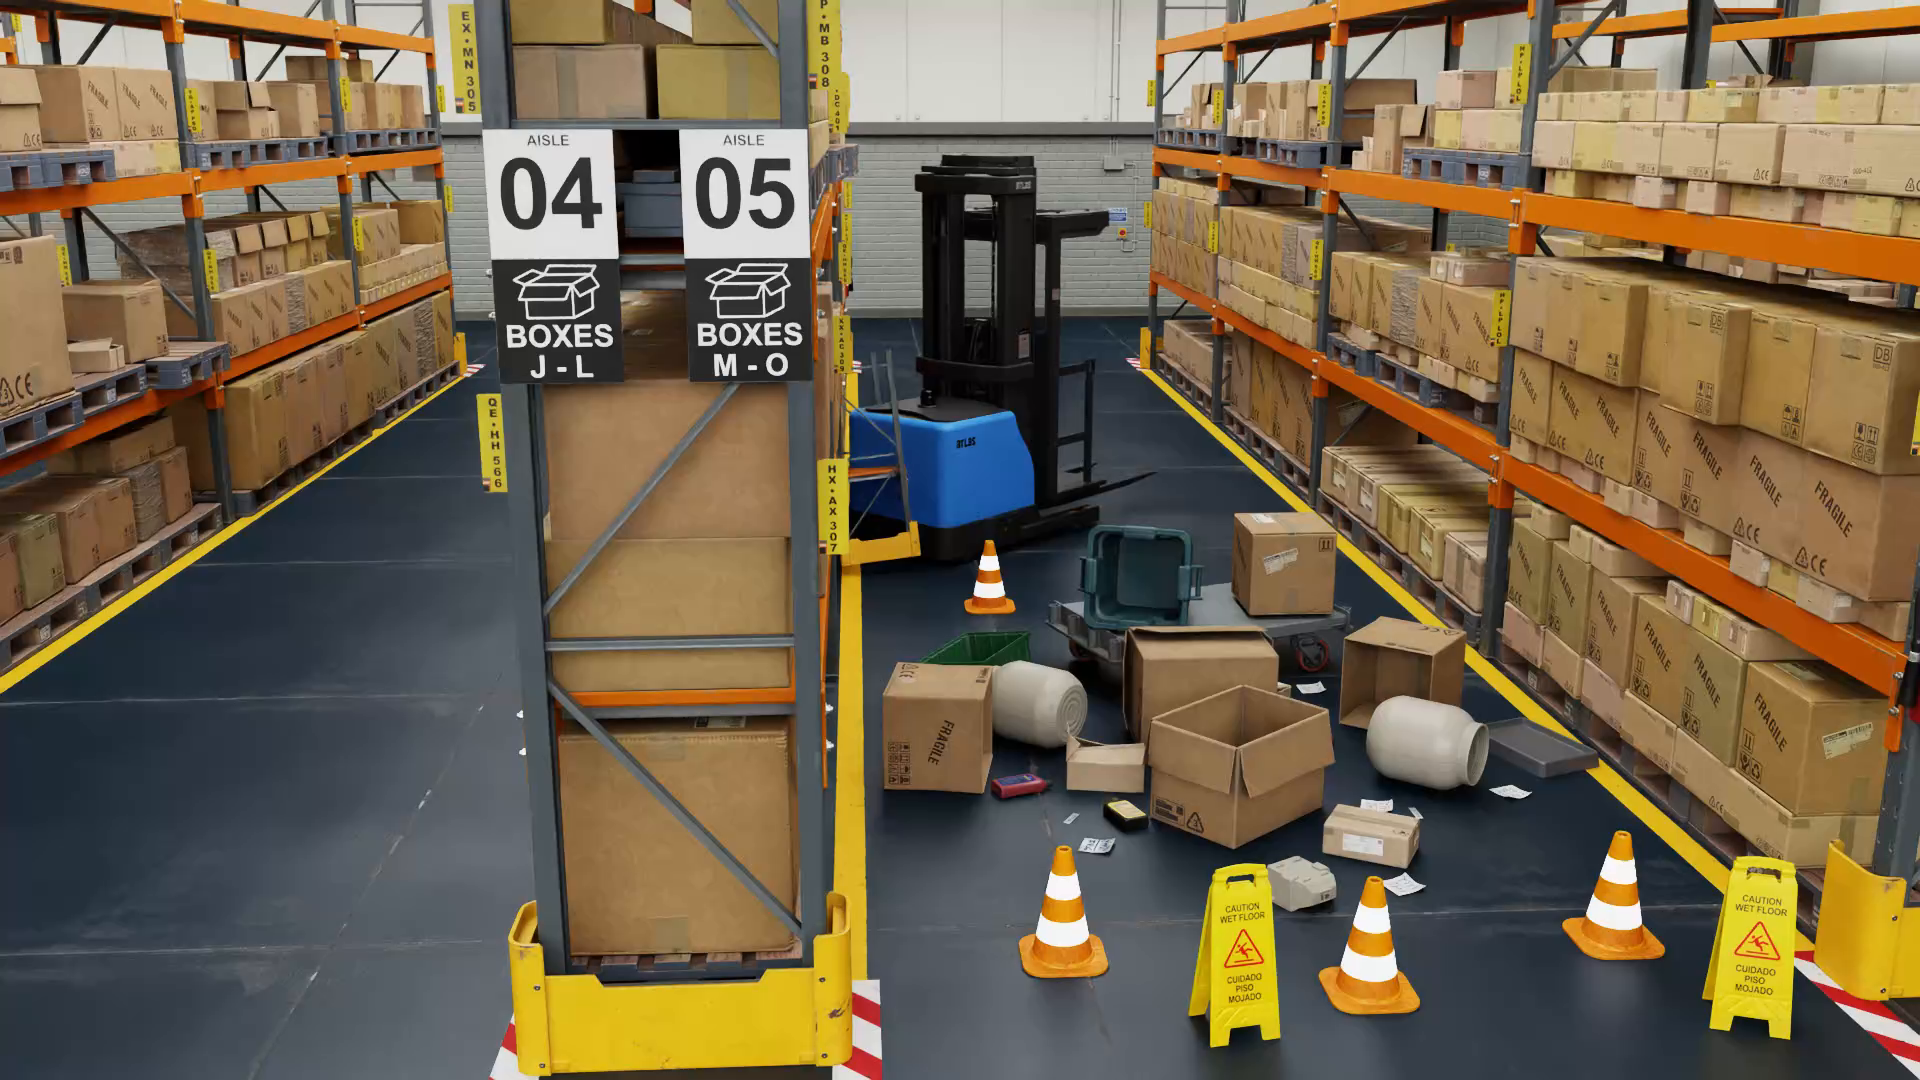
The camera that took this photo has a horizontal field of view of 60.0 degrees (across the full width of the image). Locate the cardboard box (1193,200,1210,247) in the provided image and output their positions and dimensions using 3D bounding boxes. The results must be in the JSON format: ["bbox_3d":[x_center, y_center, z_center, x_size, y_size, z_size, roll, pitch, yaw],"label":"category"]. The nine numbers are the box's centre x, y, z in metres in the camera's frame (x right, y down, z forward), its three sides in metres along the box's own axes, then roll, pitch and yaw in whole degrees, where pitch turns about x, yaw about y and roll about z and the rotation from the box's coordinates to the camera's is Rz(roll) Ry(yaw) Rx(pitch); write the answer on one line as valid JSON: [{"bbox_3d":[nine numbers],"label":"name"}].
[{"bbox_3d":[2.887,-3.504,18.417,0.507,0.500,0.507,-1,14,-3],"label":"cardboard box"}]

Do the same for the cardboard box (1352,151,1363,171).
[{"bbox_3d":[3.303,-3.497,17.090,0.975,1.149,8.216,-1,14,-4],"label":"cardboard box"}]

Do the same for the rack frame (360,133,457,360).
[{"bbox_3d":[-6.924,-3.574,20.895,1.000,3.000,0.127,-1,14,-3],"label":"rack frame"}]

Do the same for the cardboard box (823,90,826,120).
[{"bbox_3d":[-0.906,-2.172,8.090,0.500,0.250,0.500,-1,14,-4],"label":"cardboard box"}]

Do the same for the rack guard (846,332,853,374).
[{"bbox_3d":[-1.962,-2.396,21.333,1.175,0.500,0.348,-1,14,-3],"label":"rack guard"}]

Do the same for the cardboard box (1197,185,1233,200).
[{"bbox_3d":[0.394,-4.087,18.174,5.399,0.750,0.774,-1,14,-4],"label":"cardboard box"}]

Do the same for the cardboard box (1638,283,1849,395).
[{"bbox_3d":[3.658,-0.925,7.798,0.700,0.500,0.500,-1,14,-4],"label":"cardboard box"}]

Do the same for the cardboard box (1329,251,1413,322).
[{"bbox_3d":[3.260,-2.017,13.207,0.500,0.500,0.500,-1,14,-5],"label":"cardboard box"}]

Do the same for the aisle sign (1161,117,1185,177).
[{"bbox_3d":[2.673,-4.999,21.218,0.394,0.787,0.004,-1,14,-3],"label":"aisle sign"}]

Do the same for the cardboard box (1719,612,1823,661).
[{"bbox_3d":[3.559,0.418,7.250,0.380,0.149,0.250,0,14,-2],"label":"cardboard box"}]

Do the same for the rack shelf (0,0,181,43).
[{"bbox_3d":[-6.304,-3.450,10.621,1.077,0.370,4.000,-1,14,-3],"label":"rack shelf"}]

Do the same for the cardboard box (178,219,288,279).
[{"bbox_3d":[-6.543,-2.629,15.011,0.797,0.503,0.637,0,14,-2],"label":"cardboard box"}]

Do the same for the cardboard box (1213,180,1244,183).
[{"bbox_3d":[3.249,-4.232,19.946,0.380,0.149,0.250,-1,14,-4],"label":"cardboard box"}]

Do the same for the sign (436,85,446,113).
[{"bbox_3d":[-6.381,-5.422,20.440,0.100,0.325,0.005,-1,14,-3],"label":"sign"}]

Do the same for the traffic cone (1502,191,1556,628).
[{"bbox_3d":[2.616,-0.841,10.660,3.046,2.808,1.723,-1,14,-3],"label":"traffic cone"}]

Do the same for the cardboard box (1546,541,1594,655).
[{"bbox_3d":[3.523,0.307,8.985,0.500,0.500,0.500,0,14,-1],"label":"cardboard box"}]

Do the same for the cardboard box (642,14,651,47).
[{"bbox_3d":[-1.397,-1.946,6.409,0.380,0.149,0.250,-1,14,-3],"label":"cardboard box"}]

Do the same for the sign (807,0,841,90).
[{"bbox_3d":[-0.422,-1.567,5.165,0.100,0.325,0.005,-1,14,-3],"label":"sign"}]

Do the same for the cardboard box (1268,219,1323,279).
[{"bbox_3d":[3.106,-2.645,15.080,0.500,0.500,0.500,-1,14,-3],"label":"cardboard box"}]

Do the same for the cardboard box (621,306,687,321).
[{"bbox_3d":[-1.148,-0.741,7.418,0.875,0.550,0.500,-1,14,-3],"label":"cardboard box"}]

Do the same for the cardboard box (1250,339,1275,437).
[{"bbox_3d":[3.397,-1.529,16.369,0.887,0.875,0.887,-1,14,-3],"label":"cardboard box"}]

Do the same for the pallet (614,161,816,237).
[{"bbox_3d":[-1.032,-1.240,5.984,1.003,0.211,1.213,-1,14,-3],"label":"pallet"}]

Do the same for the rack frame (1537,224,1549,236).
[{"bbox_3d":[7.921,-3.804,21.792,1.000,3.000,0.127,-1,14,-3],"label":"rack frame"}]

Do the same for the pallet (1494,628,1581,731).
[{"bbox_3d":[3.788,0.775,9.591,1.003,0.211,1.213,-1,14,-3],"label":"pallet"}]

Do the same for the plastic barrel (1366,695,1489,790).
[{"bbox_3d":[2.319,1.010,8.251,0.512,0.421,0.421,10,18,35],"label":"plastic barrel"}]

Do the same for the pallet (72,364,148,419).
[{"bbox_3d":[-6.265,-0.999,11.276,1.003,0.211,1.213,-1,14,-3],"label":"pallet"}]

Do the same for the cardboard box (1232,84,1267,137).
[{"bbox_3d":[2.980,-4.213,16.316,0.500,0.500,0.500,-1,14,-4],"label":"cardboard box"}]

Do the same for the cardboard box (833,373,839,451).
[{"bbox_3d":[-0.988,-0.824,10.008,0.500,0.500,0.500,-1,14,-3],"label":"cardboard box"}]

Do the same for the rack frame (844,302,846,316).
[{"bbox_3d":[-1.967,-3.625,21.095,1.000,3.000,0.127,-1,14,-3],"label":"rack frame"}]

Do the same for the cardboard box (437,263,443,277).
[{"bbox_3d":[-6.555,-3.304,20.351,0.380,0.149,0.250,-1,14,-3],"label":"cardboard box"}]

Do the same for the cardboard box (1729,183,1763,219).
[{"bbox_3d":[3.606,-1.482,7.250,0.380,0.149,0.250,-1,14,-5],"label":"cardboard box"}]

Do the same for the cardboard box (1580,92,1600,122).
[{"bbox_3d":[3.457,-2.246,8.620,0.380,0.149,0.250,-1,14,-5],"label":"cardboard box"}]

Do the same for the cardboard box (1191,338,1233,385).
[{"bbox_3d":[3.227,-2.075,19.369,0.875,0.438,0.875,-1,14,-5],"label":"cardboard box"}]

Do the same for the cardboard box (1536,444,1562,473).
[{"bbox_3d":[3.477,-0.475,9.357,0.380,0.149,0.250,0,14,-2],"label":"cardboard box"}]

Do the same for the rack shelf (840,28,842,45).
[{"bbox_3d":[-1.595,-4.496,14.688,1.077,0.370,4.000,-1,14,-3],"label":"rack shelf"}]

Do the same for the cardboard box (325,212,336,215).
[{"bbox_3d":[-6.998,-3.248,17.830,0.500,0.500,0.500,-1,14,-3],"label":"cardboard box"}]

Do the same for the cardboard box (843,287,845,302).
[{"bbox_3d":[-1.410,-2.584,17.554,0.380,0.149,0.250,0,14,-1],"label":"cardboard box"}]

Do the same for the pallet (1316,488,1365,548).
[{"bbox_3d":[3.510,-0.192,13.349,1.003,0.211,1.213,-1,14,-3],"label":"pallet"}]

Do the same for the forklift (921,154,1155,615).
[{"bbox_3d":[0.625,-1.412,12.633,2.125,2.935,3.778,12,19,38],"label":"forklift"}]

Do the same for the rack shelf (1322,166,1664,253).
[{"bbox_3d":[3.587,-2.344,11.540,1.077,0.370,4.000,-1,14,-3],"label":"rack shelf"}]

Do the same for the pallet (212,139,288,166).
[{"bbox_3d":[-6.593,-3.383,14.512,1.003,0.211,1.213,0,14,-1],"label":"pallet"}]

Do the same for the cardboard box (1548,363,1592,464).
[{"bbox_3d":[3.514,-0.696,8.916,0.500,0.500,0.500,-1,14,-4],"label":"cardboard box"}]

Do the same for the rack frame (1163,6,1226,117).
[{"bbox_3d":[2.970,-6.632,20.743,0.949,2.616,0.053,-1,14,-3],"label":"rack frame"}]

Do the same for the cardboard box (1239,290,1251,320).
[{"bbox_3d":[3.028,-2.289,16.205,0.500,0.250,0.500,-1,14,-4],"label":"cardboard box"}]

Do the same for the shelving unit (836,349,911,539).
[{"bbox_3d":[-0.731,-0.635,12.428,0.500,1.500,0.985,-8,6,-8],"label":"shelving unit"}]

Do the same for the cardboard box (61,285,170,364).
[{"bbox_3d":[-6.220,-1.565,12.045,0.700,0.500,0.500,1,14,5],"label":"cardboard box"}]

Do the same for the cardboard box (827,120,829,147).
[{"bbox_3d":[-0.866,-2.075,8.513,0.380,0.149,0.250,-1,14,-3],"label":"cardboard box"}]

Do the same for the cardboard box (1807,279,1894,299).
[{"bbox_3d":[8.028,-2.203,15.025,0.500,0.250,0.500,-2,15,-6],"label":"cardboard box"}]

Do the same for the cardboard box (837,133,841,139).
[{"bbox_3d":[-1.107,-3.041,11.943,0.500,0.311,0.500,-1,14,-3],"label":"cardboard box"}]

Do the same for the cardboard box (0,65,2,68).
[{"bbox_3d":[-6.590,-2.955,11.268,0.500,0.500,0.500,-1,14,-5],"label":"cardboard box"}]
